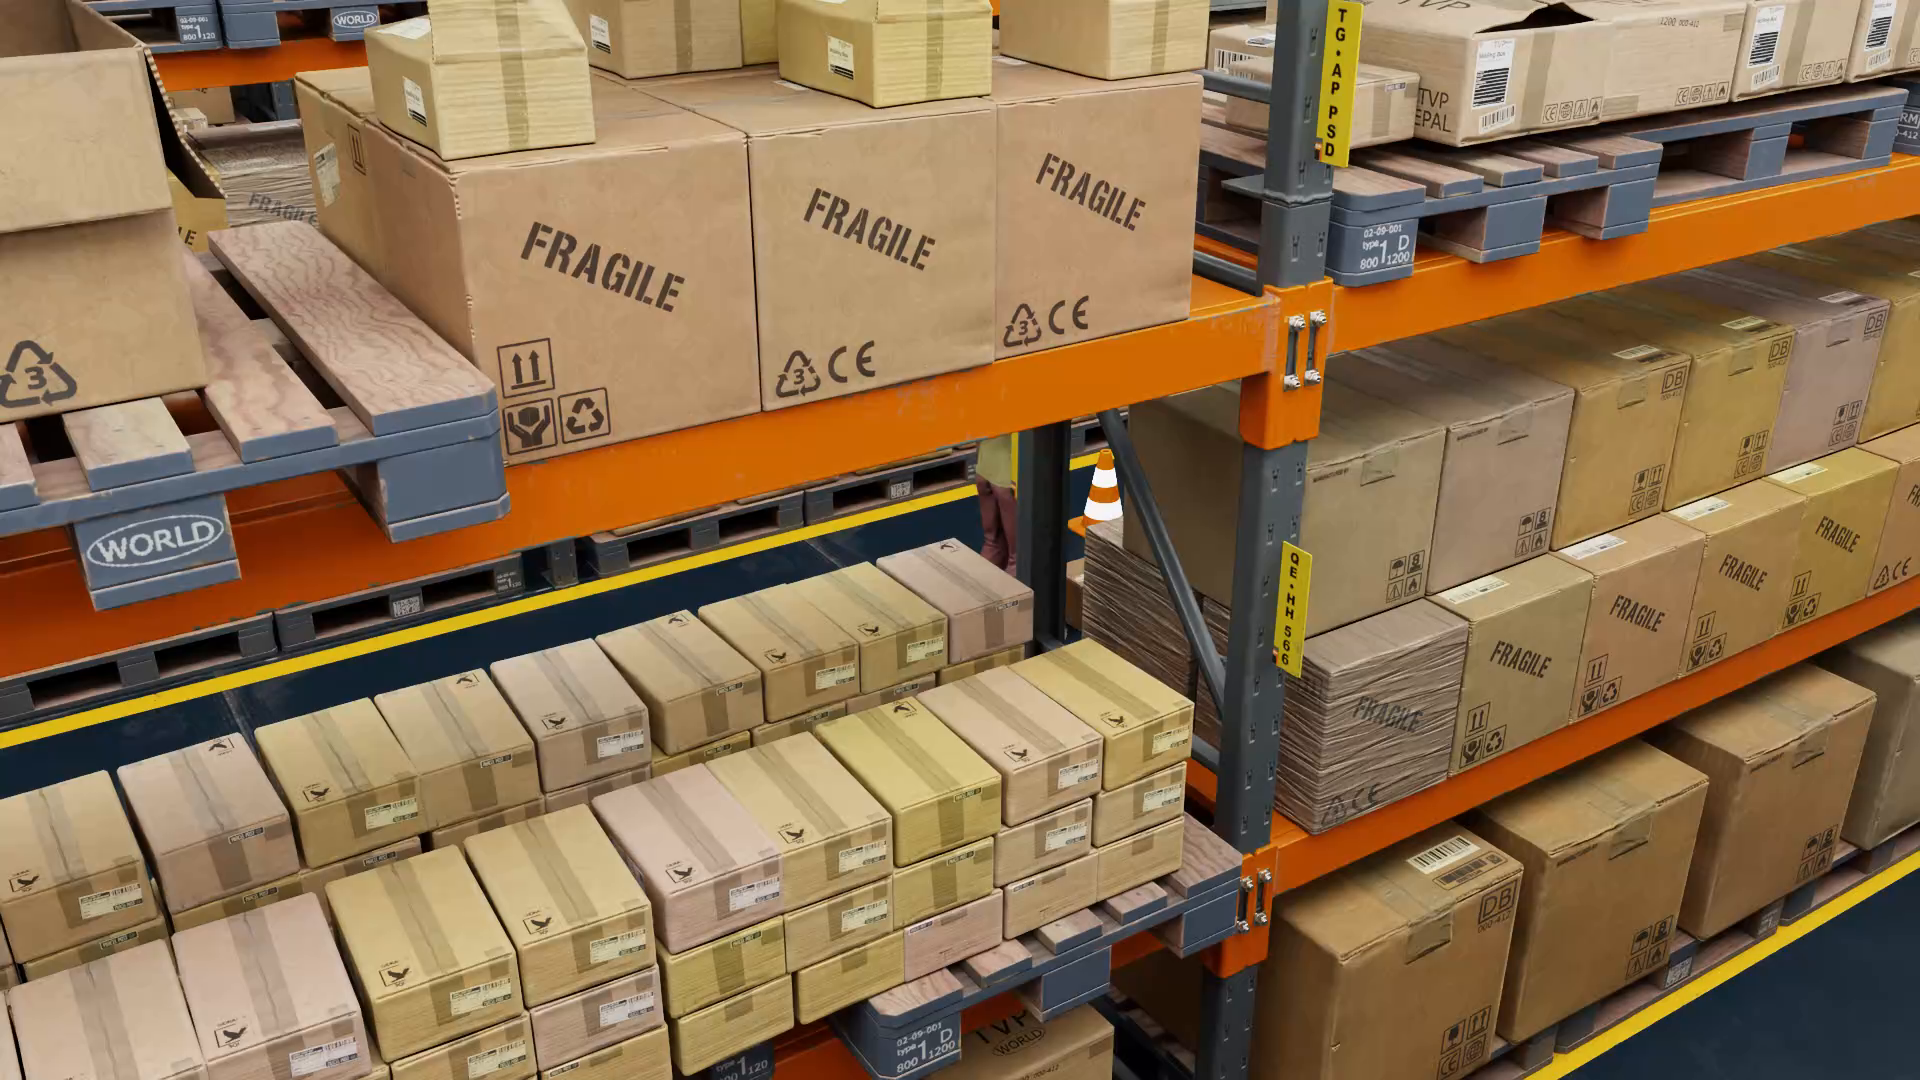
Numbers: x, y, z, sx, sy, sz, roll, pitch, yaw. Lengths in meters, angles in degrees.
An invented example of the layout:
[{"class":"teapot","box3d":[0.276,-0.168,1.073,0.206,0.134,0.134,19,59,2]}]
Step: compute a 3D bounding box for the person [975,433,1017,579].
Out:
[{"class":"person","box3d":[0.209,-0.269,7.691,0.363,1.673,0.445,-15,29,-29]}]
